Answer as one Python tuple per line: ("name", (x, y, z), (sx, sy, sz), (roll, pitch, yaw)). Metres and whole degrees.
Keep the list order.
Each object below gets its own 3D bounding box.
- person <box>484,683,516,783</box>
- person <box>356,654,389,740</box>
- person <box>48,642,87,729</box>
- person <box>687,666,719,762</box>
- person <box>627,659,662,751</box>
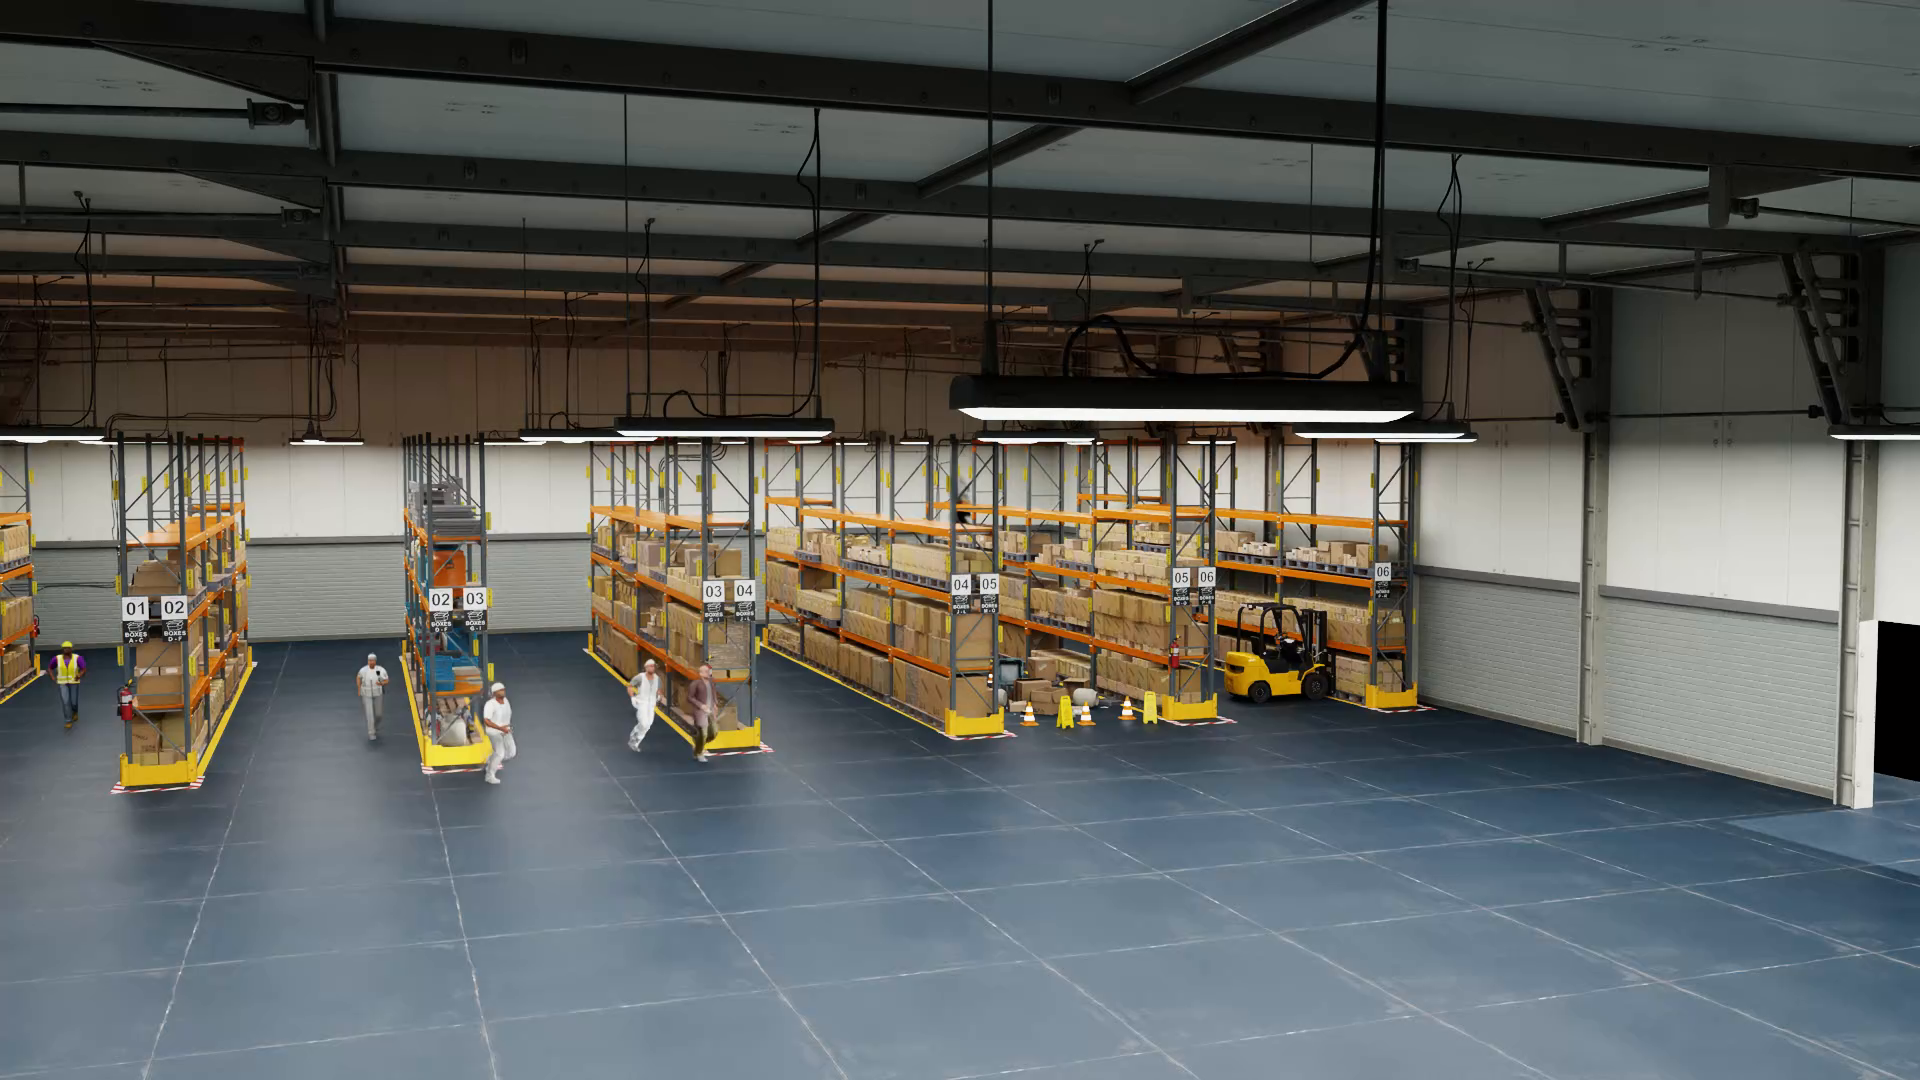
("person", (-7.866, 3.290, 28.448), (0.647, 1.721, 0.731), (1, 3, 21))
("person", (-11.567, 3.062, 32.769), (0.608, 1.649, 0.901), (-1, 3, -20))
("person", (-18.331, 2.955, 34.164), (0.707, 1.754, 0.777), (-2, 4, -27))
("person", (-4.674, 3.169, 30.465), (0.627, 1.747, 0.761), (3, 4, 39))
("person", (-5.898, 3.120, 31.429), (0.657, 1.724, 0.554), (-3, 4, -39))
